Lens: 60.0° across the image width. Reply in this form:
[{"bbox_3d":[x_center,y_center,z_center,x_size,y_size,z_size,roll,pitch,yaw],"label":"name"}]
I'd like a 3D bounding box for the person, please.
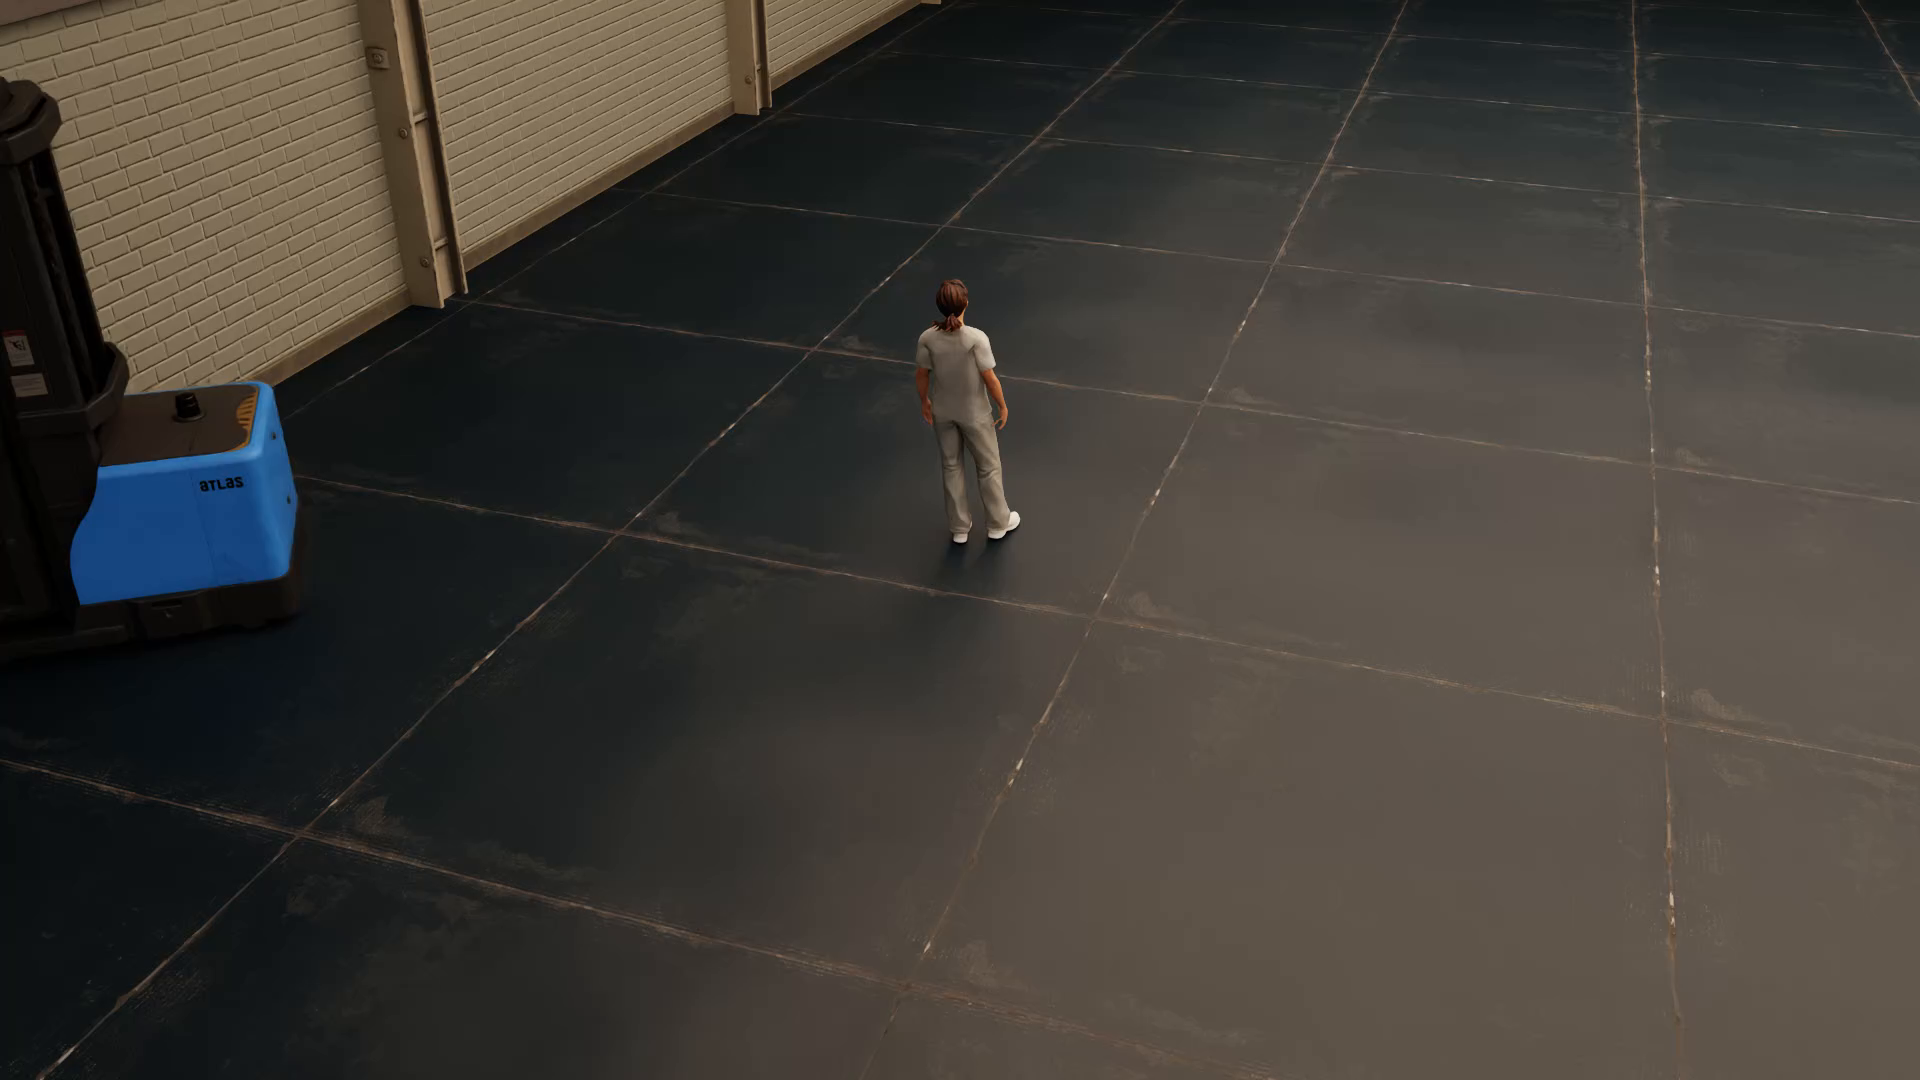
[{"bbox_3d":[0.037,-0.767,9.734,0.549,1.673,0.548,10,31,16],"label":"person"}]

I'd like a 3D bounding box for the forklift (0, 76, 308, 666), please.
[{"bbox_3d":[-5.263,-0.836,8.602,3.031,2.935,1.130,-8,31,-14],"label":"forklift"}]
